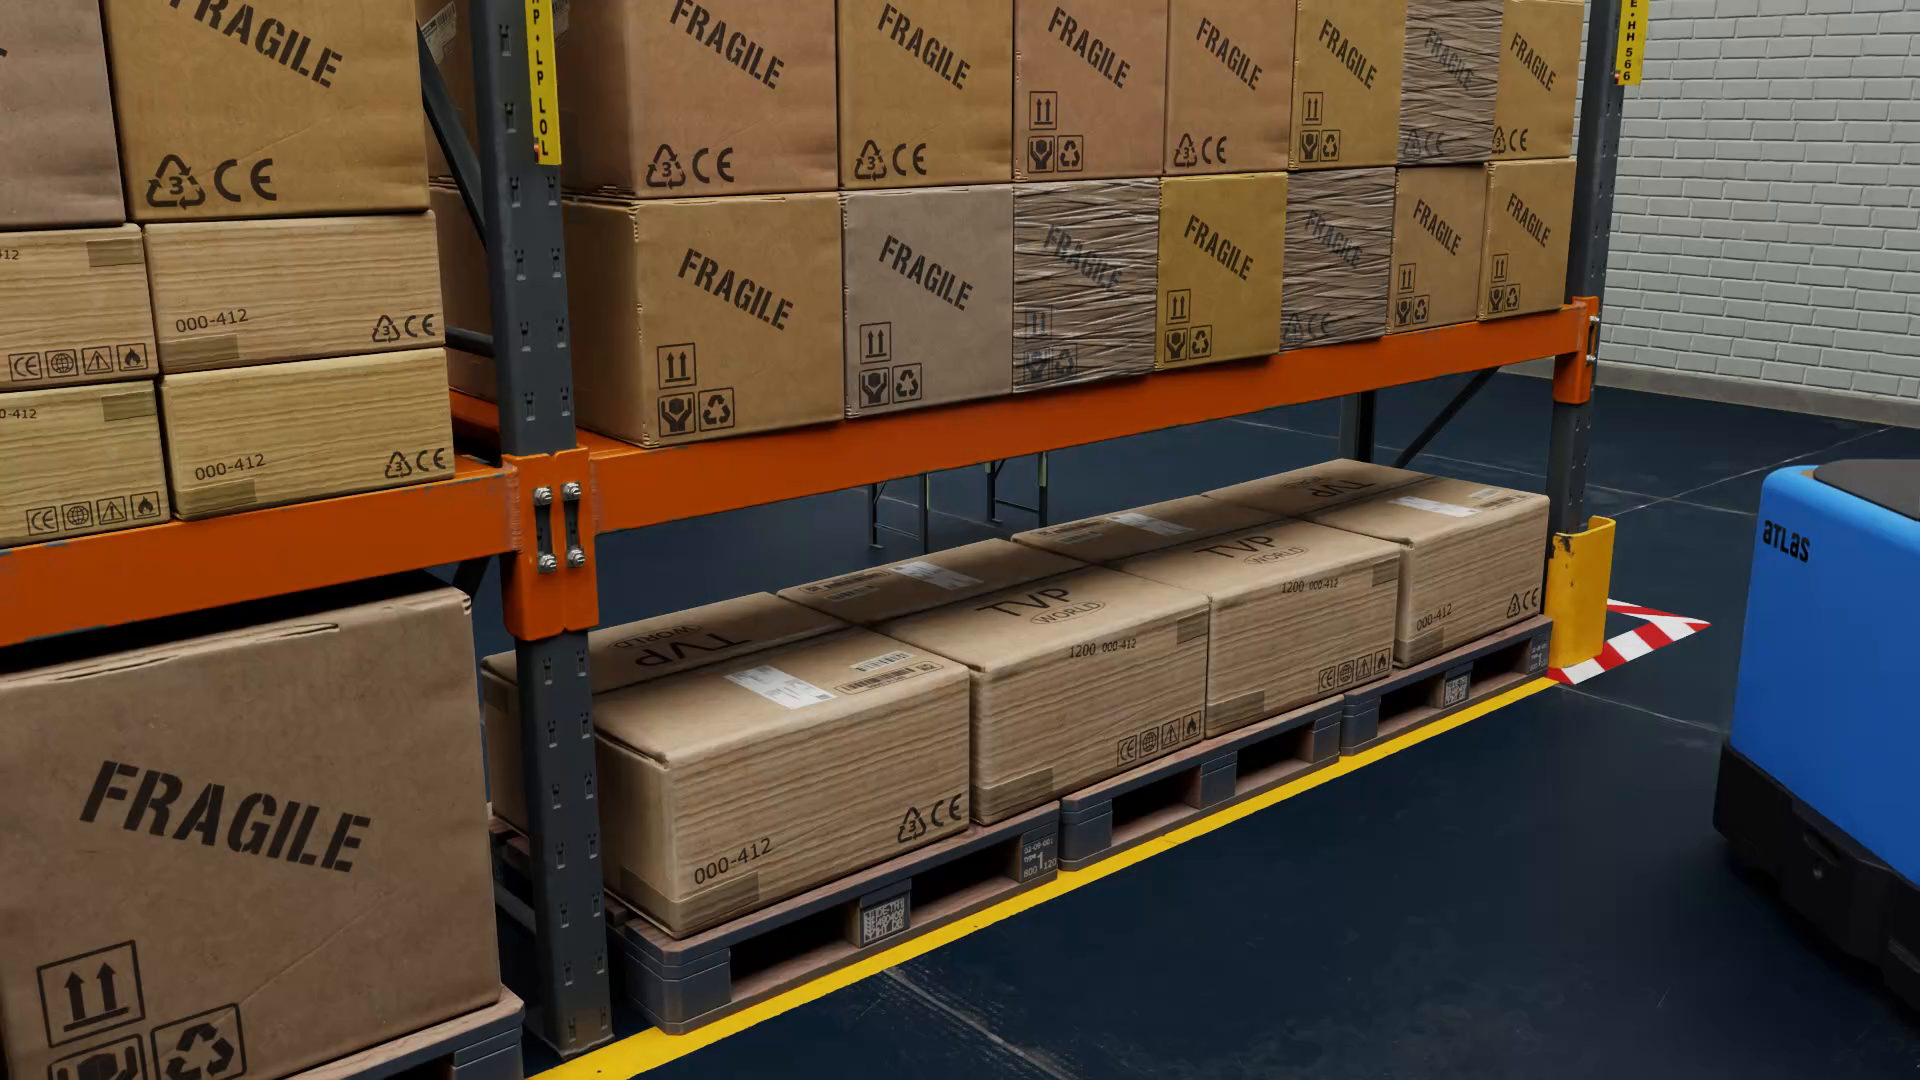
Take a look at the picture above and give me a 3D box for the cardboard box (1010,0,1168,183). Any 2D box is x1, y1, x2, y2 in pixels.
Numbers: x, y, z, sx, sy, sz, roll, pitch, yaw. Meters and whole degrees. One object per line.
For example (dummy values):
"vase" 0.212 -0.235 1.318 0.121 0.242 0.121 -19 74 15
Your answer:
"cardboard box" 0.167 -1.172 4.193 0.500 0.500 0.500 -12 19 -38

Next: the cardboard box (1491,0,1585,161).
"cardboard box" 1.680 -1.519 5.493 0.500 0.500 0.500 -12 19 -38

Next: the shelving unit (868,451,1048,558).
"shelving unit" -0.005 -0.723 7.552 0.755 1.500 0.431 -13 19 -39

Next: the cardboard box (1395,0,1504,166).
"cardboard box" 1.305 -1.425 5.140 0.500 0.500 0.500 -13 19 -39

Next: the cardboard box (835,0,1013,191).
"cardboard box" -0.227 -1.087 3.876 0.500 0.500 0.500 -13 20 -40

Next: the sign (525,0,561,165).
"sign" -0.767 -0.855 3.049 0.005 0.325 0.100 -13 19 -39

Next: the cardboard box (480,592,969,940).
"cardboard box" -0.586 0.512 4.174 0.875 0.438 0.875 -13 20 -40

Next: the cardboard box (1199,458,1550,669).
"cardboard box" 1.455 0.051 5.899 0.875 0.438 0.875 -14 20 -41

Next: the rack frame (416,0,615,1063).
"rack frame" -1.130 -0.438 3.577 0.127 3.000 1.000 -13 19 -39

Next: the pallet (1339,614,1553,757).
"pallet" 1.335 0.382 5.910 1.213 0.211 1.003 -13 19 -39

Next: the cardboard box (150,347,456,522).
"cardboard box" -1.303 -0.240 3.128 0.500 0.250 0.500 -13 20 -41

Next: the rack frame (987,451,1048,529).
"rack frame" 0.271 -0.785 7.784 0.023 1.500 0.400 -13 19 -39

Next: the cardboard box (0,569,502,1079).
"cardboard box" -1.546 0.506 3.346 0.875 0.875 0.875 -12 19 -38

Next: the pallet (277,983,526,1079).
"pallet" -1.663 1.055 3.393 1.213 0.211 1.003 -13 19 -39

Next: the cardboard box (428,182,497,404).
"cardboard box" -0.948 -0.615 4.045 0.500 0.500 0.500 -12 19 -39

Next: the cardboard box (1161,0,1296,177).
"cardboard box" 0.549 -1.257 4.511 0.500 0.500 0.500 -13 20 -40

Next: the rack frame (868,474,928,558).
"rack frame" -0.281 -0.661 7.320 0.023 1.500 0.400 -13 19 -39

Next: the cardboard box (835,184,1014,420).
"cardboard box" -0.222 -0.599 3.987 0.500 0.500 0.500 -12 19 -39

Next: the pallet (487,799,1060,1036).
"pallet" -0.505 0.796 4.362 1.213 0.211 1.003 -13 19 -39

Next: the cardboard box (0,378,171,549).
"cardboard box" -1.688 -0.154 2.806 0.500 0.250 0.500 -13 20 -40

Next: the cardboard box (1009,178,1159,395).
"cardboard box" 0.157 -0.682 4.298 0.500 0.500 0.500 -12 19 -39

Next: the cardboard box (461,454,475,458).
"cardboard box" -2.630 -0.524 8.612 0.250 0.149 0.380 -12 19 -38

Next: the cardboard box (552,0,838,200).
"cardboard box" -0.612 -1.003 3.561 0.500 0.500 0.500 -12 19 -39

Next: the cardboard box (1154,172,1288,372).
"cardboard box" 0.546 -0.770 4.625 0.500 0.500 0.500 -12 19 -38

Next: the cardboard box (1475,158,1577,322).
"cardboard box" 1.697 -1.031 5.602 0.500 0.500 0.500 -13 19 -39

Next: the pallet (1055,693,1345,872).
"pallet" 0.415 0.588 5.140 1.213 0.211 1.003 -13 19 -39

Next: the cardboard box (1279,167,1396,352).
"cardboard box" 0.927 -0.860 4.962 0.500 0.500 0.500 -12 19 -38

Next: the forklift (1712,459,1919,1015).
"forklift" 2.662 -0.203 2.829 1.130 2.935 3.031 -1 15 -3

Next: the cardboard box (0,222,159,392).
"cardboard box" -1.676 -0.399 2.753 0.500 0.250 0.500 -12 19 -38

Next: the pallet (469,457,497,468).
"pallet" -3.052 -0.366 8.710 1.213 0.211 1.003 -13 19 -39

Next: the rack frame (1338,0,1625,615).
"rack frame" 1.887 -1.116 6.114 0.127 3.000 1.000 -13 19 -39

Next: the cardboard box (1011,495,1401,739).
"cardboard box" 0.770 0.207 5.312 0.875 0.438 0.875 -12 19 -38

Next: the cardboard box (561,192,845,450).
"cardboard box" -0.604 -0.515 3.671 0.500 0.500 0.500 -12 19 -38

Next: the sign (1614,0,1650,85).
"sign" 2.233 -1.681 5.530 0.005 0.325 0.100 -13 19 -39

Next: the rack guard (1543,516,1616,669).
"rack guard" 1.905 0.088 6.452 0.348 0.500 1.175 -13 19 -39

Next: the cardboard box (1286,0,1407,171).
"cardboard box" 0.930 -1.342 4.829 0.500 0.500 0.500 -13 20 -40

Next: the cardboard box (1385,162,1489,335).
"cardboard box" 1.309 -0.949 5.295 0.500 0.500 0.500 -13 20 -41

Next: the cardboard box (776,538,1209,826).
"cardboard box" 0.089 0.360 4.742 0.875 0.438 0.875 -13 20 -41

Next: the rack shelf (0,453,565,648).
"rack shelf" -2.639 0.248 2.402 4.000 0.370 1.077 -13 19 -39

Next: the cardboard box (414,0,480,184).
"cardboard box" -0.956 -1.103 3.936 0.500 0.500 0.500 -13 20 -40

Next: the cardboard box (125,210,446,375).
"cardboard box" -1.303 -0.485 3.075 0.500 0.250 0.500 -13 20 -39

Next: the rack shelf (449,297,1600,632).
"rack shelf" 0.378 -0.429 4.938 4.000 0.370 1.077 -13 19 -39

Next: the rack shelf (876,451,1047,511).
"rack shelf" -0.005 -0.408 7.636 0.720 0.370 0.431 -13 19 -39

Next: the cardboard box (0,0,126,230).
"cardboard box" -1.688 -0.756 2.635 0.500 0.500 0.500 -12 19 -38

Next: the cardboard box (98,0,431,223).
"cardboard box" -1.303 -0.845 2.969 0.500 0.500 0.500 -12 19 -38
